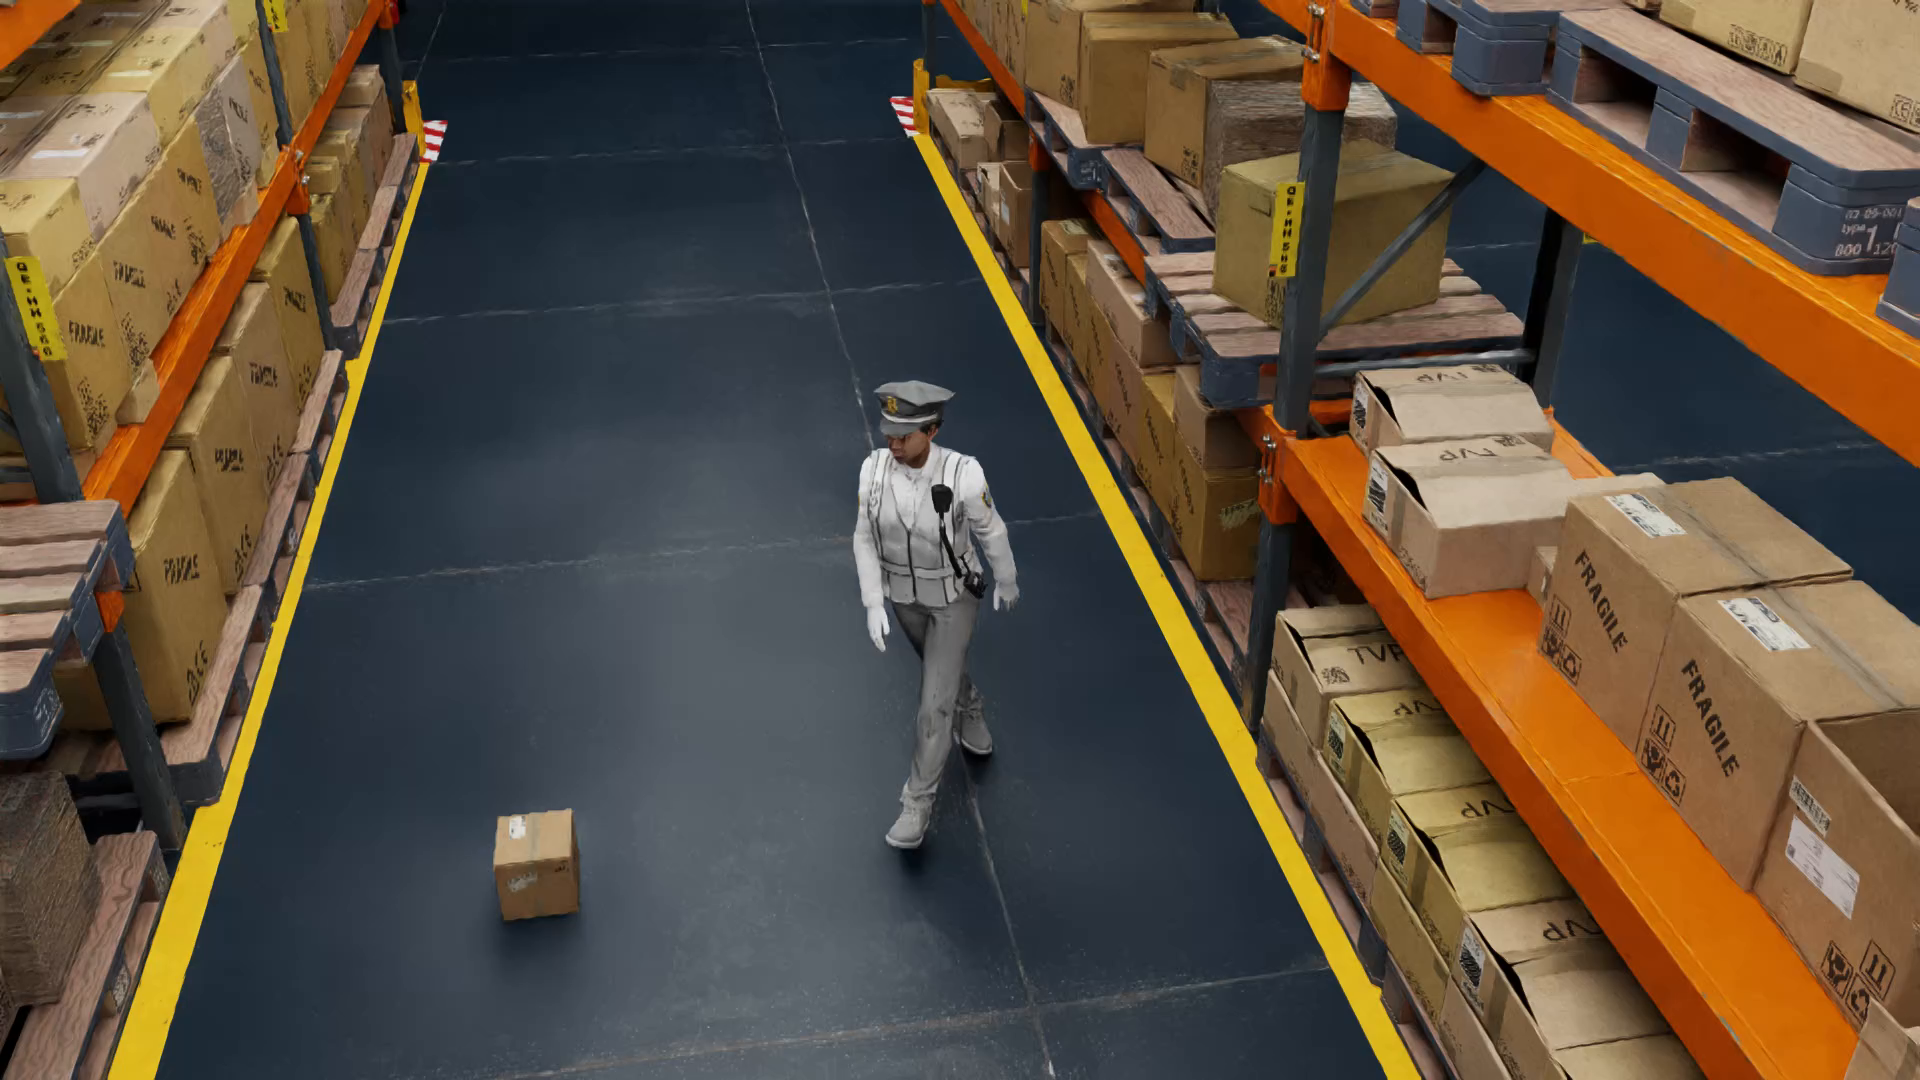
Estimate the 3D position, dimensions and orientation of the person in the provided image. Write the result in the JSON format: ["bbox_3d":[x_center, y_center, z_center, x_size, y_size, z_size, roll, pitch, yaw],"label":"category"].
[{"bbox_3d":[-0.126,0.215,5.771,0.529,1.628,0.944,11,33,18],"label":"person"}]
